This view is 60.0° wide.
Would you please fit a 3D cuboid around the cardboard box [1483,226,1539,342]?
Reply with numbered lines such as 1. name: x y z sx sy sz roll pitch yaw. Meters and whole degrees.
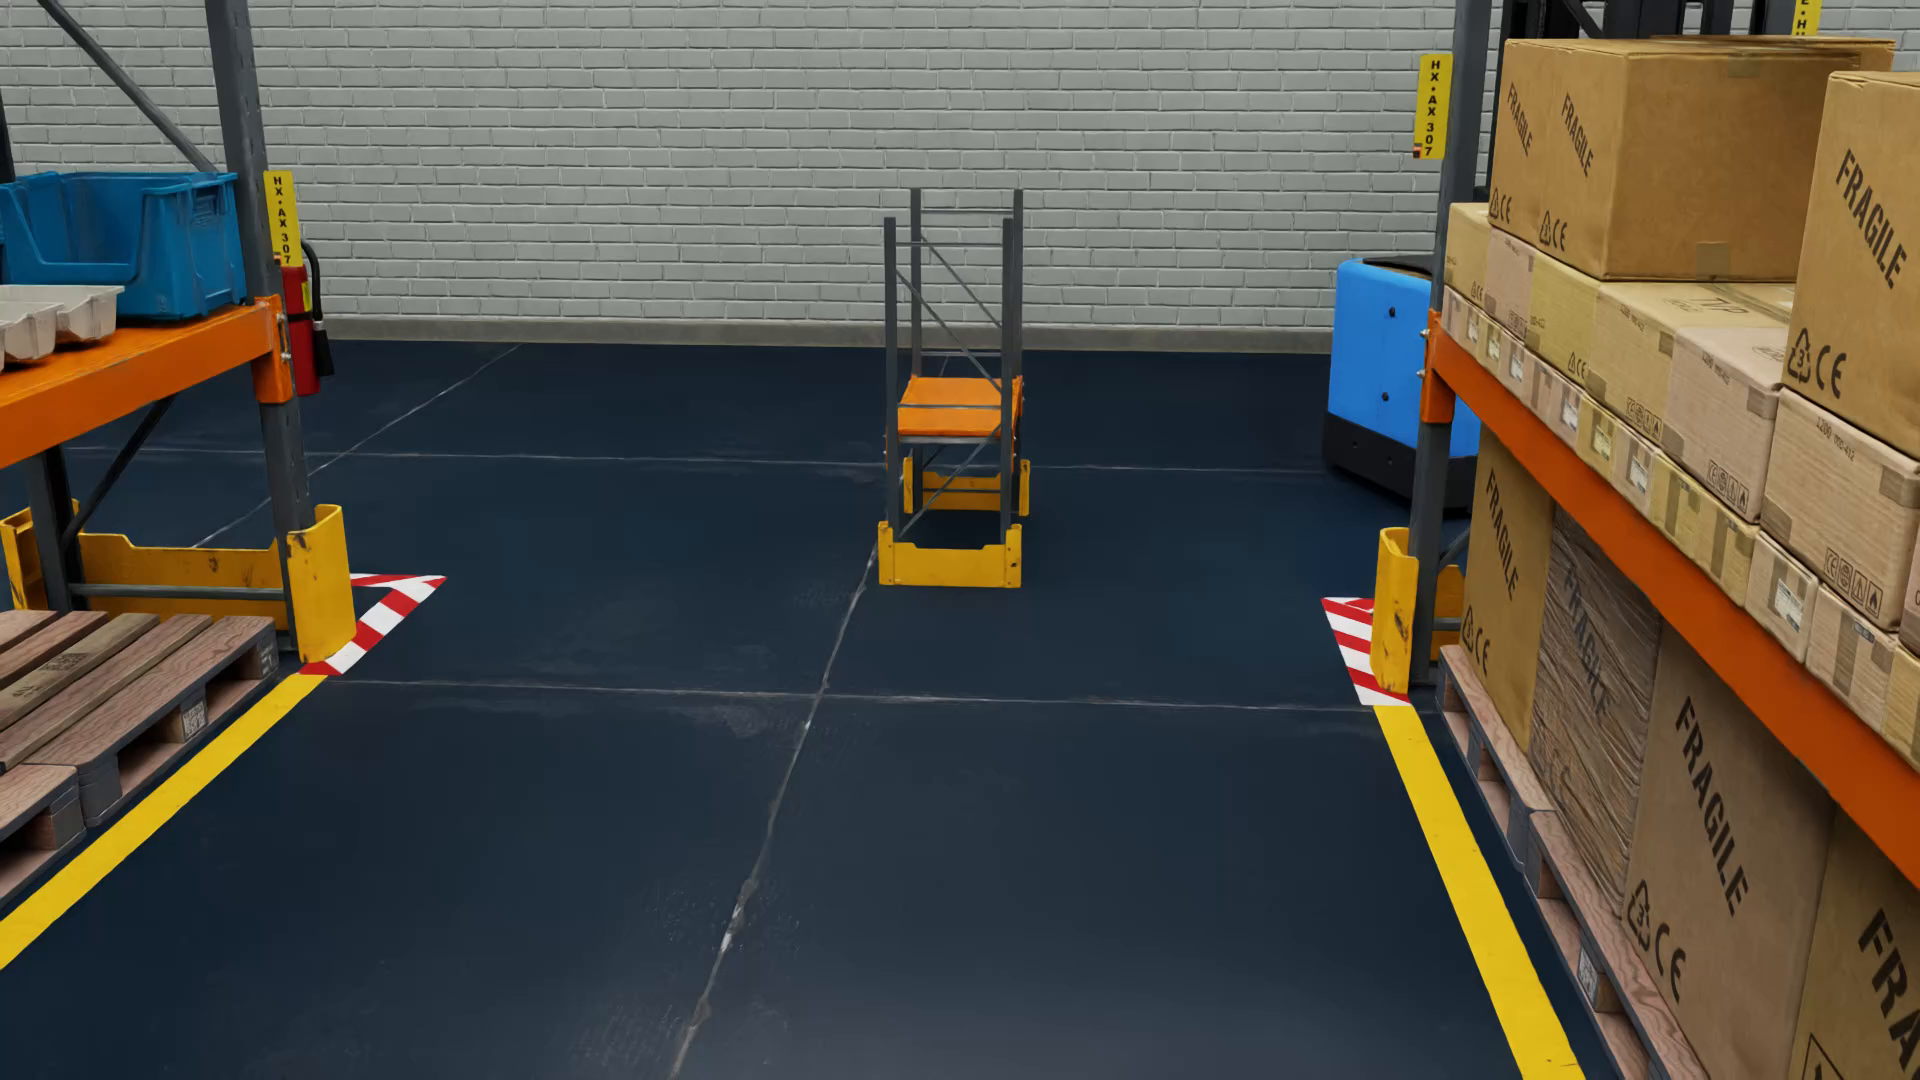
1. cardboard box: 1.731 -0.689 4.471 0.500 0.250 0.500 1 18 3

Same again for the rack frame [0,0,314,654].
1. rack frame: -2.875 -1.034 5.761 1.000 3.000 0.127 1 18 4

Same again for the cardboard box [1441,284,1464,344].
1. cardboard box: 1.711 -0.701 5.149 0.380 0.149 0.250 1 18 5

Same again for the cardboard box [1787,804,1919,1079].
1. cardboard box: 1.906 0.926 2.518 0.875 0.875 0.875 1 18 4

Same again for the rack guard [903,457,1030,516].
1. rack guard: 0.030 -0.250 7.784 0.587 0.250 0.087 1 18 4

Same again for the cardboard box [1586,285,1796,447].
1. cardboard box: 1.659 -0.371 3.500 0.500 0.250 0.500 1 18 3

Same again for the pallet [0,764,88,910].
1. pallet: -3.063 0.924 4.263 1.003 0.211 1.213 1 18 4

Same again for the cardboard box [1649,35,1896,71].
1. cardboard box: 2.293 -1.193 4.804 0.500 0.500 0.500 2 18 5

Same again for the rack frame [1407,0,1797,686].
1. rack frame: 2.065 -0.923 5.424 1.000 3.000 0.127 1 18 4

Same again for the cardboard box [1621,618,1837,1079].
1. cardboard box: 1.970 0.646 3.371 0.875 0.875 0.875 1 18 4

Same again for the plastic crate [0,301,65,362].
1. plastic crate: -2.788 -0.590 4.734 0.396 0.136 0.243 1 18 4

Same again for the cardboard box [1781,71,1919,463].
1. cardboard box: 1.585 -0.412 2.421 0.500 0.500 0.500 1 18 4

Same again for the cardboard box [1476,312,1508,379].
1. cardboard box: 1.676 -0.542 4.663 0.380 0.149 0.250 1 18 3

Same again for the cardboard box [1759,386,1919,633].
1. cardboard box: 1.583 -0.055 2.536 0.500 0.250 0.500 2 18 6

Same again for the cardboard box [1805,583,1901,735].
1. cardboard box: 1.510 0.177 2.470 0.380 0.149 0.250 1 18 3

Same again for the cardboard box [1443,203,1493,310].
1. cardboard box: 1.762 -0.850 4.964 0.500 0.250 0.500 1 18 2

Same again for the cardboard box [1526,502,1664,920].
1. cardboard box: 2.034 0.370 4.214 0.875 0.875 0.875 1 18 4

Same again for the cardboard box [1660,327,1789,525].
1. cardboard box: 1.620 -0.213 3.020 0.500 0.250 0.500 2 18 5

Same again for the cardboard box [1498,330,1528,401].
1. cardboard box: 1.658 -0.461 4.416 0.380 0.149 0.250 1 18 3

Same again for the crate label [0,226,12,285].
1. crate label: -3.221 -0.914 5.566 0.416 0.233 0.303 1 18 4

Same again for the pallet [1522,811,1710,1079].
1. pallet: 1.996 1.030 3.941 1.003 0.211 1.213 1 18 4

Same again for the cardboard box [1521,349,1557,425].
1. cardboard box: 1.639 -0.382 4.175 0.380 0.149 0.250 1 18 3

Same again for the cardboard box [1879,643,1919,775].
1. cardboard box: 1.492 0.256 2.227 0.380 0.149 0.250 2 18 5

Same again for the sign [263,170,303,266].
1. sign: -2.325 -1.104 5.714 0.100 0.325 0.005 1 18 4

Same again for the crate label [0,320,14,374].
1. crate label: -2.784 -0.503 4.468 0.396 0.136 0.243 1 18 4

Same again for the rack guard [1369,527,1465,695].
1. rack guard: 2.067 0.257 5.836 1.175 0.500 0.348 1 18 4

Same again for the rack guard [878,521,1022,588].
1. rack guard: -0.041 0.060 6.840 0.587 0.250 0.087 1 18 4

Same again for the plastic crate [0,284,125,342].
1. plastic crate: -2.753 -0.680 5.008 0.396 0.136 0.243 1 18 4

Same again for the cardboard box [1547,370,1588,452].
1. cardboard box: 1.621 -0.302 3.930 0.380 0.149 0.250 1 18 3

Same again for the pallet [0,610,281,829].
1. pallet: -2.973 0.546 5.416 1.003 0.211 1.213 1 18 4

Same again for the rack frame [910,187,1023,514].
1. rack frame: 0.030 -0.844 7.590 0.500 1.500 0.032 1 18 4

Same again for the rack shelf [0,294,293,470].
1. rack shelf: -3.018 -0.071 3.977 1.077 0.370 4.000 1 18 4

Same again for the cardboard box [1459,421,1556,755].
1. cardboard box: 2.099 0.087 5.077 0.875 0.875 0.875 1 18 4

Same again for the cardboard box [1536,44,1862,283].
1. cardboard box: 1.695 -0.890 3.882 0.500 0.500 0.500 1 18 2

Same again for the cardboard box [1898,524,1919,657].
1. cardboard box: 1.548 0.106 2.046 0.500 0.250 0.500 1 18 3

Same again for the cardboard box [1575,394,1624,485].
1. cardboard box: 1.602 -0.223 3.691 0.380 0.149 0.250 1 18 3

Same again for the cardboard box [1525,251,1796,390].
1. cardboard box: 1.691 -0.533 3.995 0.500 0.250 0.500 1 18 2

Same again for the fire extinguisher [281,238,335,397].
1. fire extinguisher: -2.411 -0.857 5.943 0.296 0.674 0.183 1 18 4

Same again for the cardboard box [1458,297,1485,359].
1. cardboard box: 1.694 -0.621 4.905 0.380 0.149 0.250 1 18 3

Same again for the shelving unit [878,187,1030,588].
1. shelving unit: -0.005 -0.689 7.117 0.587 1.500 1.083 1 18 4

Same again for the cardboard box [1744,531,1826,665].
1. cardboard box: 1.529 0.097 2.714 0.380 0.149 0.250 2 18 5

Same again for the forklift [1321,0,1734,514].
1. forklift: 3.419 -1.773 8.128 3.031 2.935 1.130 -6 19 -19

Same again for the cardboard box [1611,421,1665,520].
1. cardboard box: 1.585 -0.142 3.442 0.380 0.149 0.250 2 18 5

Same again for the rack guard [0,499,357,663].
1. rack guard: -2.886 0.146 6.174 1.175 0.500 0.348 1 18 4

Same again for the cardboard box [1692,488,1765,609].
1. cardboard box: 1.547 0.017 2.958 0.380 0.149 0.250 2 18 5

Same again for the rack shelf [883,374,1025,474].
1. rack shelf: -0.006 -0.515 7.165 0.538 0.185 1.000 1 18 4

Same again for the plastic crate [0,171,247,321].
1. plastic crate: -2.713 -0.971 5.416 0.616 0.435 0.499 1 18 4

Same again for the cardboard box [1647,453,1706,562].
1. cardboard box: 1.565 -0.063 3.201 0.380 0.149 0.250 1 18 3

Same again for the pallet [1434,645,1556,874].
1. pallet: 2.086 0.652 5.095 1.003 0.211 1.213 1 18 4

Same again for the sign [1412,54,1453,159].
1. sign: 1.512 -1.387 5.320 0.100 0.325 0.005 1 18 4

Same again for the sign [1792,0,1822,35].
1. sign: 2.606 -1.570 5.156 0.100 0.325 0.005 1 18 4

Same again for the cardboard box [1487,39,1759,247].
1. cardboard box: 1.726 -1.051 4.373 0.500 0.500 0.500 1 18 3

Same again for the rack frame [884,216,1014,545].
1. rack frame: -0.043 -0.528 6.627 0.500 1.500 0.032 1 18 4

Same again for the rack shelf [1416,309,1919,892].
1. rack shelf: 1.922 0.040 3.640 1.077 0.370 4.000 1 18 4
